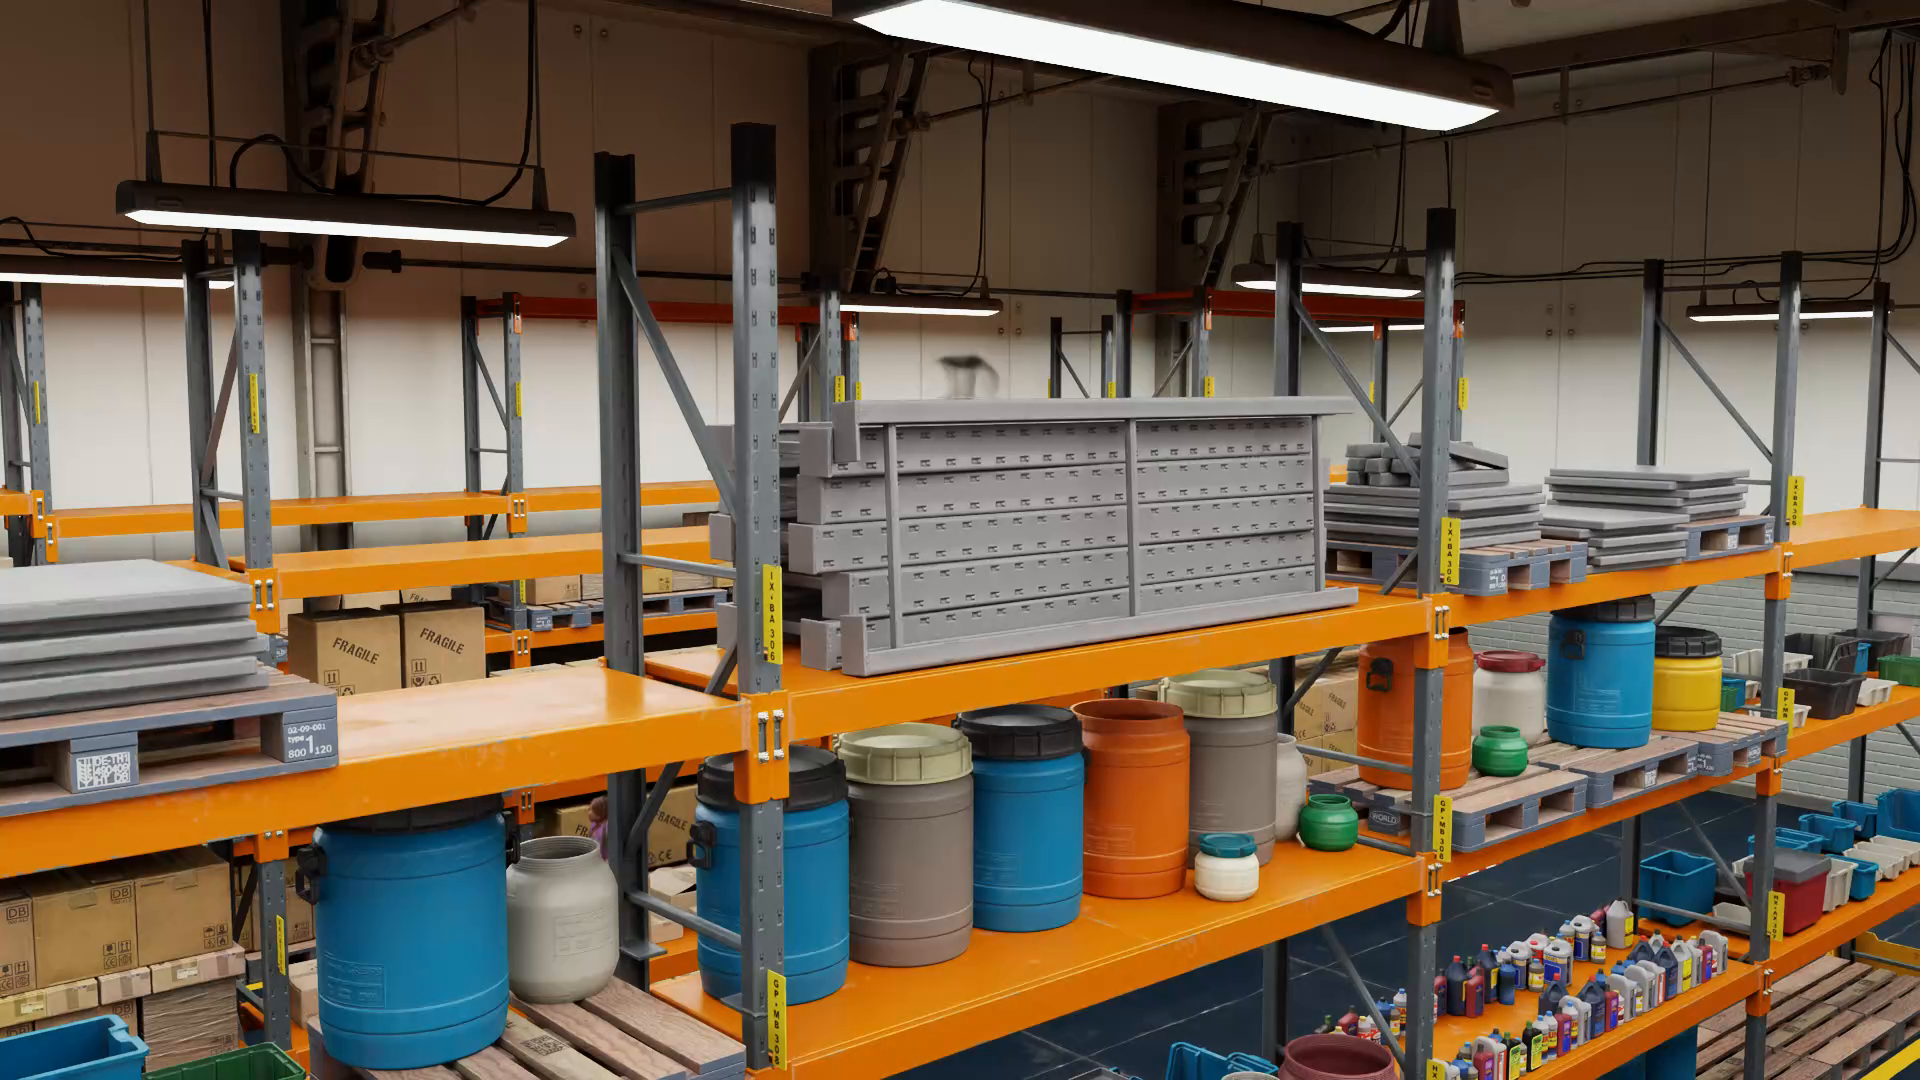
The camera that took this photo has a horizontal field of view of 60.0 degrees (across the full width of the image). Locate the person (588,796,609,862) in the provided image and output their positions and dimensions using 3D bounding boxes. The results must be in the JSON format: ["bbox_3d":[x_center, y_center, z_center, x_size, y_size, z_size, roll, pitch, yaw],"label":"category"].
[{"bbox_3d":[-3.019,3.027,14.507,0.497,1.598,1.005,5,7,44],"label":"person"}]
